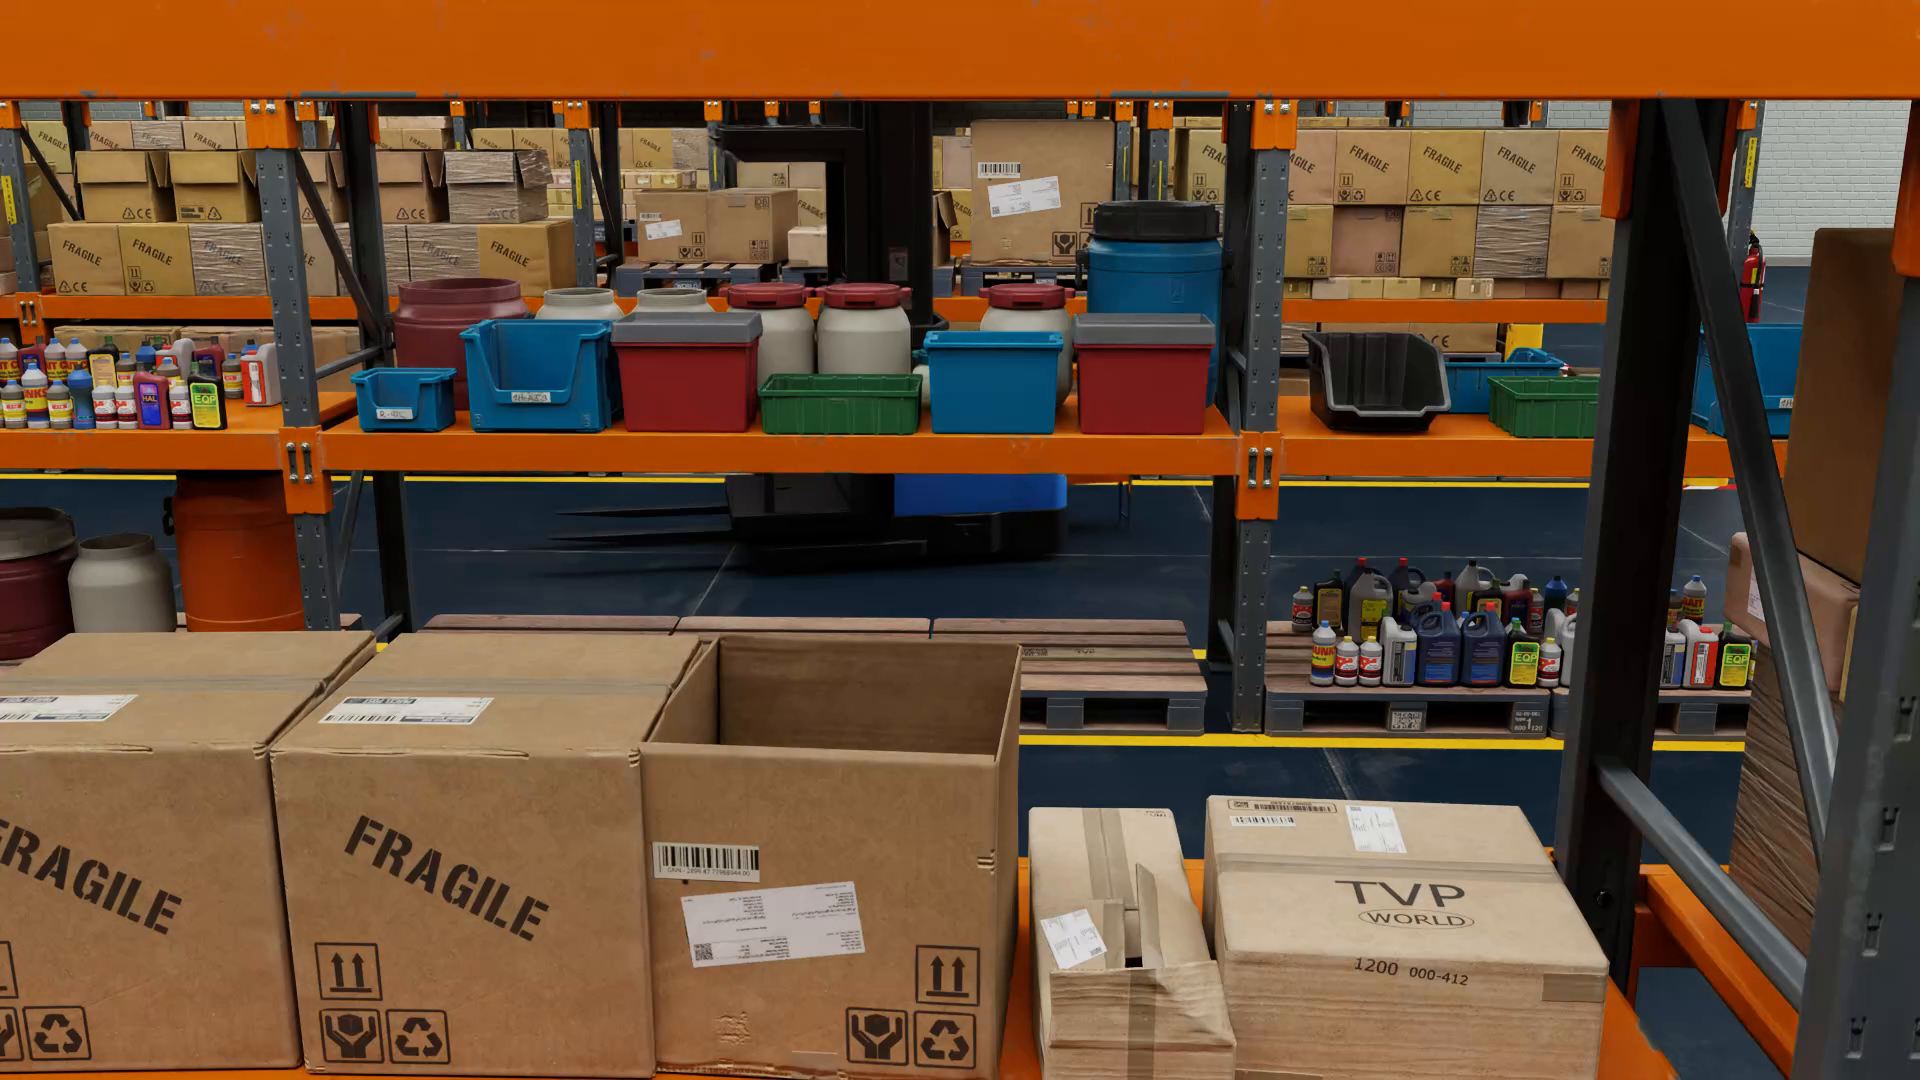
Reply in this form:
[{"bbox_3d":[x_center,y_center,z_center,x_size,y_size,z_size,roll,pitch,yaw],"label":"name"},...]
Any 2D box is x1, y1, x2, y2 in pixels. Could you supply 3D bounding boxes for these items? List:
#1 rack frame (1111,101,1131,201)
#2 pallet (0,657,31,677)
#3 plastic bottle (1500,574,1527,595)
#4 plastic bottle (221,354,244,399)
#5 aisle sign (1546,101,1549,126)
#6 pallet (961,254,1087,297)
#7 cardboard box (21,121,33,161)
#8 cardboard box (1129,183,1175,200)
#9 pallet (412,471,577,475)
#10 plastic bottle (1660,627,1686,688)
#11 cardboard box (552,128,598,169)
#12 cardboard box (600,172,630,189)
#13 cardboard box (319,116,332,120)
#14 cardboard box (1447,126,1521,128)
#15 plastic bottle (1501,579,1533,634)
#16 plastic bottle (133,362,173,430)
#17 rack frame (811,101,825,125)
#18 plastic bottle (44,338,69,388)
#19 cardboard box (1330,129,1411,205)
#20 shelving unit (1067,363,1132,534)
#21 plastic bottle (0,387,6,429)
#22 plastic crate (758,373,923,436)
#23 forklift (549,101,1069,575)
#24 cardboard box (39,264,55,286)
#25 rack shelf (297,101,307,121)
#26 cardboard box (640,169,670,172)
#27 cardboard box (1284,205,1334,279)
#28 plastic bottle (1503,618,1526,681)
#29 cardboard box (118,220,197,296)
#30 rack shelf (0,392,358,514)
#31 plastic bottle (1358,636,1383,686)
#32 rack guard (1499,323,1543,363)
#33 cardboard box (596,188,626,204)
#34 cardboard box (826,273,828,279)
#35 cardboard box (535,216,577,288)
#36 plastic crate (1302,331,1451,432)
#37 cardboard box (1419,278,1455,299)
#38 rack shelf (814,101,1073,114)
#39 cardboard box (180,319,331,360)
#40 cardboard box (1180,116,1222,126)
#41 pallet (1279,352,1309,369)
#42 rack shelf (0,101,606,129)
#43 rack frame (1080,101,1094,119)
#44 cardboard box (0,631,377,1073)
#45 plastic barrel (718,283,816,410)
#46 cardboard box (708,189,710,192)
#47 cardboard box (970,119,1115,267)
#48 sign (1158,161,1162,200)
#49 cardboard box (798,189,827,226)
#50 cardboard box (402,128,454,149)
[{"bbox_3d":[1.605,-3.269,16.850,0.127,3.000,1.000,0,15,1],"label":"rack frame"},{"bbox_3d":[-4.753,0.577,7.738,1.213,0.211,1.003,0,15,1],"label":"pallet"},{"bbox_3d":[2.579,0.299,7.804,0.135,0.276,0.152,1,15,2],"label":"plastic bottle"},{"bbox_3d":[-3.385,-0.765,7.750,0.097,0.201,0.097,0,15,0],"label":"plastic bottle"},{"bbox_3d":[5.667,-4.423,16.128,0.004,0.787,0.394,0,15,1],"label":"aisle sign"},{"bbox_3d":[0.617,-1.954,12.243,1.213,0.211,1.003,0,15,1],"label":"pallet"},{"bbox_3d":[-9.444,-3.951,16.694,0.500,0.500,0.500,1,15,3],"label":"cardboard box"},{"bbox_3d":[1.974,-3.342,16.834,0.550,0.550,0.875,0,15,1],"label":"cardboard box"},{"bbox_3d":[-3.407,-0.707,12.605,1.213,0.211,1.003,0,15,1],"label":"pallet"},{"bbox_3d":[3.012,0.479,7.121,0.135,0.276,0.152,0,15,0],"label":"plastic bottle"},{"bbox_3d":[-4.924,-5.040,21.405,0.500,0.500,0.500,0,15,0],"label":"cardboard box"},{"bbox_3d":[-3.408,-3.554,16.435,0.250,0.149,0.380,1,15,3],"label":"cardboard box"},{"bbox_3d":[-8.205,-5.373,21.396,0.250,0.149,0.380,0,15,1],"label":"cardboard box"},{"bbox_3d":[5.234,-3.850,16.641,0.550,0.550,0.875,0,15,1],"label":"cardboard box"},{"bbox_3d":[2.577,0.322,7.701,0.133,0.283,0.061,0,15,1],"label":"plastic bottle"},{"bbox_3d":[-3.394,-0.607,6.988,0.133,0.283,0.061,0,15,1],"label":"plastic bottle"},{"bbox_3d":[-2.245,-5.824,26.534,0.127,3.000,1.000,0,15,1],"label":"rack frame"},{"bbox_3d":[-4.211,-0.804,7.762,0.097,0.271,0.097,0,15,0],"label":"plastic bottle"},{"bbox_3d":[2.820,-2.606,11.600,0.500,0.500,0.500,0,15,1],"label":"cardboard box"},{"bbox_3d":[0.809,-0.640,10.415,0.503,1.200,0.258,-3,15,-10],"label":"shelving unit"},{"bbox_3d":[-4.093,-0.576,7.033,0.097,0.201,0.097,0,15,0],"label":"plastic bottle"},{"bbox_3d":[-0.497,-0.579,7.068,0.662,0.188,0.450,0,15,1],"label":"plastic crate"},{"bbox_3d":[-0.919,-1.363,9.762,3.031,2.935,1.130,-3,15,-10],"label":"forklift"},{"bbox_3d":[-6.907,-2.022,12.617,0.250,0.149,0.380,0,15,2],"label":"cardboard box"},{"bbox_3d":[-8.392,-4.437,16.806,4.000,0.370,1.077,0,15,1],"label":"rack shelf"},{"bbox_3d":[-3.119,-3.718,17.054,0.250,0.149,0.380,0,15,0],"label":"cardboard box"},{"bbox_3d":[2.325,-2.166,11.891,0.500,0.500,0.875,0,15,1],"label":"cardboard box"},{"bbox_3d":[2.384,0.469,7.170,0.097,0.271,0.097,0,15,0],"label":"plastic bottle"},{"bbox_3d":[-5.664,-2.035,11.979,0.500,0.500,0.500,0,15,2],"label":"cardboard box"},{"bbox_3d":[-4.747,-0.433,7.511,4.000,0.370,1.077,0,15,1],"label":"rack shelf"},{"bbox_3d":[1.762,0.514,7.135,0.097,0.201,0.097,0,15,0],"label":"plastic bottle"},{"bbox_3d":[5.628,-2.034,17.070,0.348,0.500,1.175,0,15,1],"label":"rack guard"},{"bbox_3d":[-3.429,-3.410,16.471,0.250,0.149,0.380,1,15,3],"label":"cardboard box"},{"bbox_3d":[-1.804,-3.484,21.994,0.625,0.372,0.950,-1,15,-2],"label":"cardboard box"},{"bbox_3d":[-3.100,-2.152,12.420,0.500,0.500,0.500,1,15,3],"label":"cardboard box"},{"bbox_3d":[1.771,-0.676,7.143,0.504,0.338,0.767,0,15,1],"label":"plastic crate"},{"bbox_3d":[3.336,-1.809,11.808,0.250,0.149,0.380,0,15,1],"label":"cardboard box"},{"bbox_3d":[-0.246,-6.913,26.194,4.000,0.370,1.077,0,15,1],"label":"rack shelf"},{"bbox_3d":[-5.086,-1.228,12.456,0.875,0.875,1.225,0,15,-1],"label":"cardboard box"},{"bbox_3d":[3.076,-5.130,21.167,0.500,0.500,0.700,0,15,0],"label":"cardboard box"},{"bbox_3d":[3.586,-1.888,17.084,1.213,0.211,1.003,0,15,1],"label":"pallet"},{"bbox_3d":[-4.621,-3.146,11.916,4.000,0.370,1.077,0,15,1],"label":"rack shelf"},{"bbox_3d":[1.631,-4.532,21.638,0.127,3.000,1.000,0,15,1],"label":"rack frame"},{"bbox_3d":[-1.200,0.454,2.544,0.500,0.500,0.500,0,15,-2],"label":"cardboard box"},{"bbox_3d":[-0.866,-0.877,7.518,0.433,0.535,0.433,0,15,0],"label":"plastic barrel"},{"bbox_3d":[-3.391,-4.422,21.514,0.500,0.250,0.500,1,15,2],"label":"cardboard box"},{"bbox_3d":[0.587,-2.539,12.083,1.000,1.000,1.000,0,15,2],"label":"cardboard box"},{"bbox_3d":[1.367,-2.423,11.374,0.005,0.325,0.100,0,15,1],"label":"sign"},{"bbox_3d":[-1.443,-3.269,16.655,0.500,0.500,0.500,0,15,1],"label":"cardboard box"},{"bbox_3d":[-6.846,-5.049,21.440,0.500,0.500,0.500,0,15,1],"label":"cardboard box"}]
